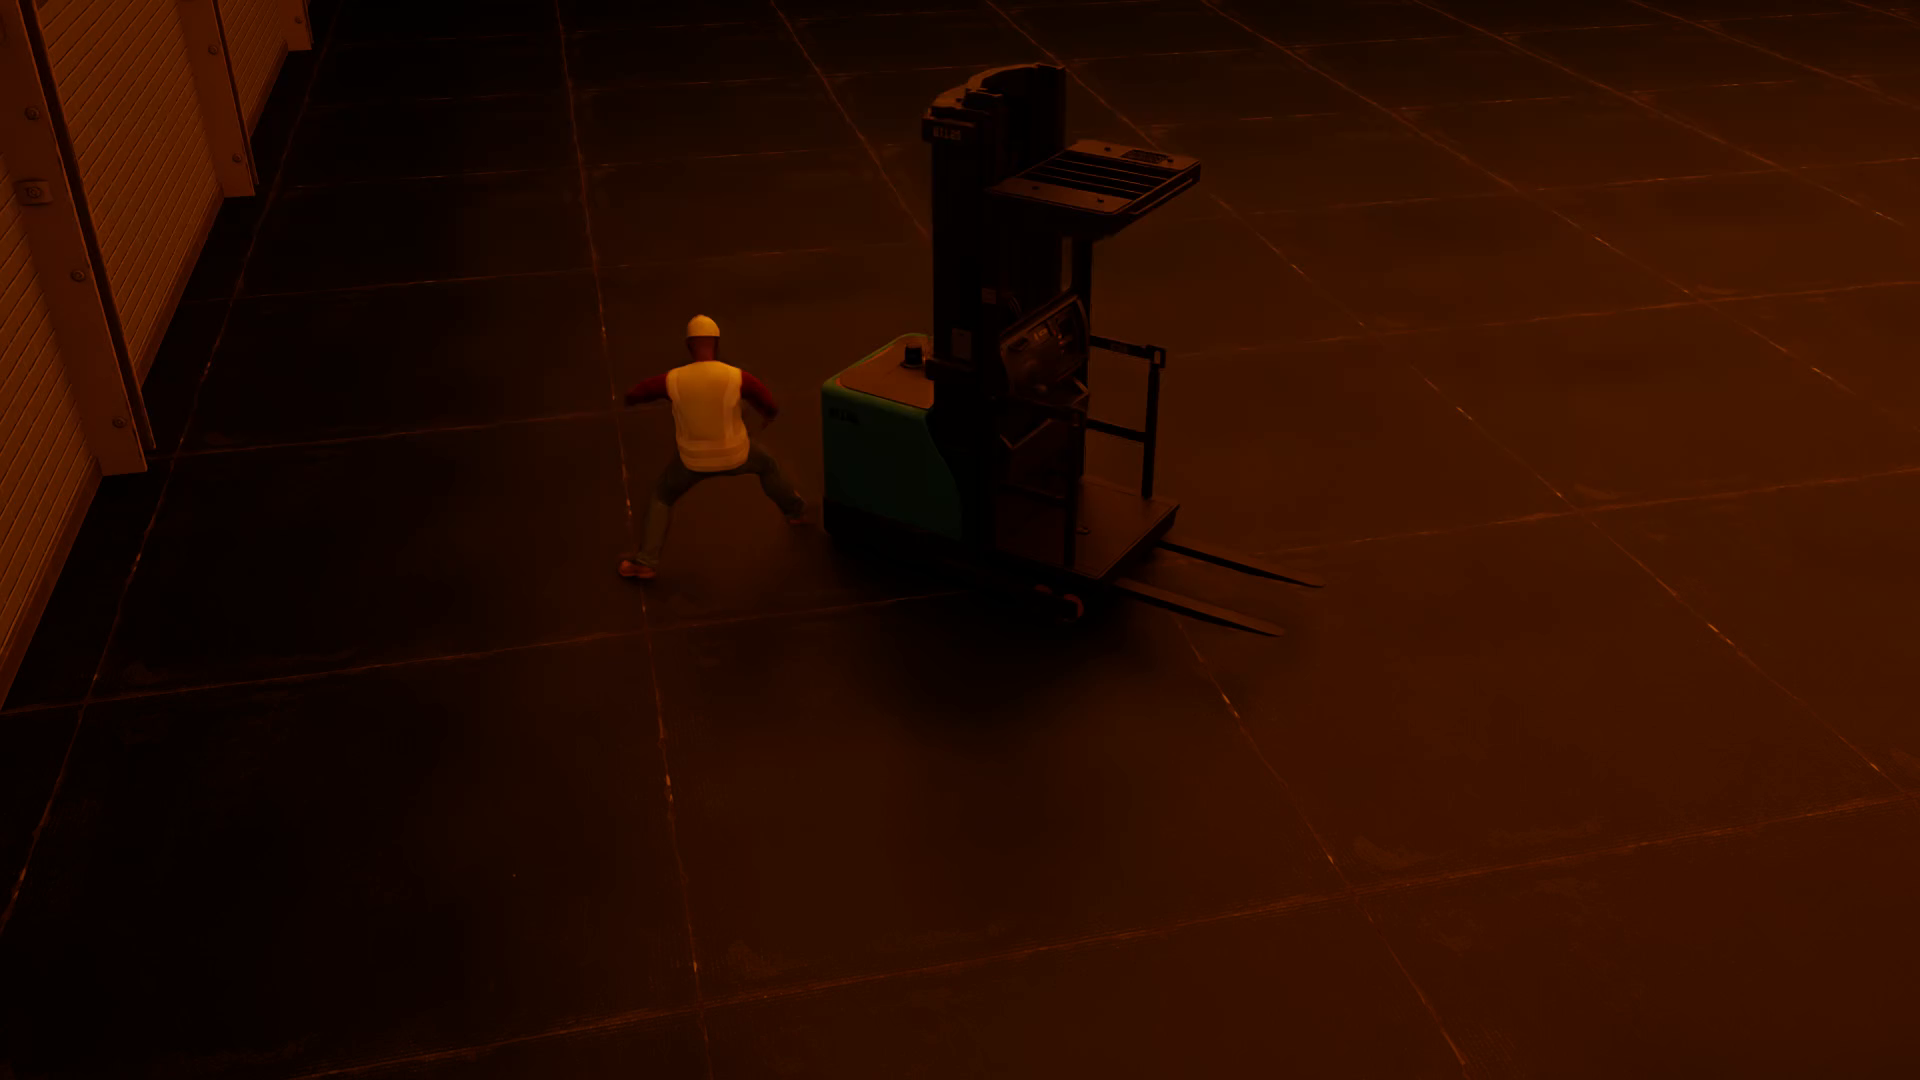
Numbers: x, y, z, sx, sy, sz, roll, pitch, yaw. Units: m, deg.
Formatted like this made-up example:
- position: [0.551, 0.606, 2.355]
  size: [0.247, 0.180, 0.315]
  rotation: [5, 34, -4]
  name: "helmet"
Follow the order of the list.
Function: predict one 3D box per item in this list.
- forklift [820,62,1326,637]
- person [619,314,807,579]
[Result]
- position: [0.662, -1.090, 9.458]
  size: [3.031, 2.935, 1.130]
  rotation: [17, 34, 27]
  name: "forklift"
- position: [-1.536, -0.649, 10.067]
  size: [1.123, 1.572, 1.003]
  rotation: [-2, 30, -3]
  name: "person"
